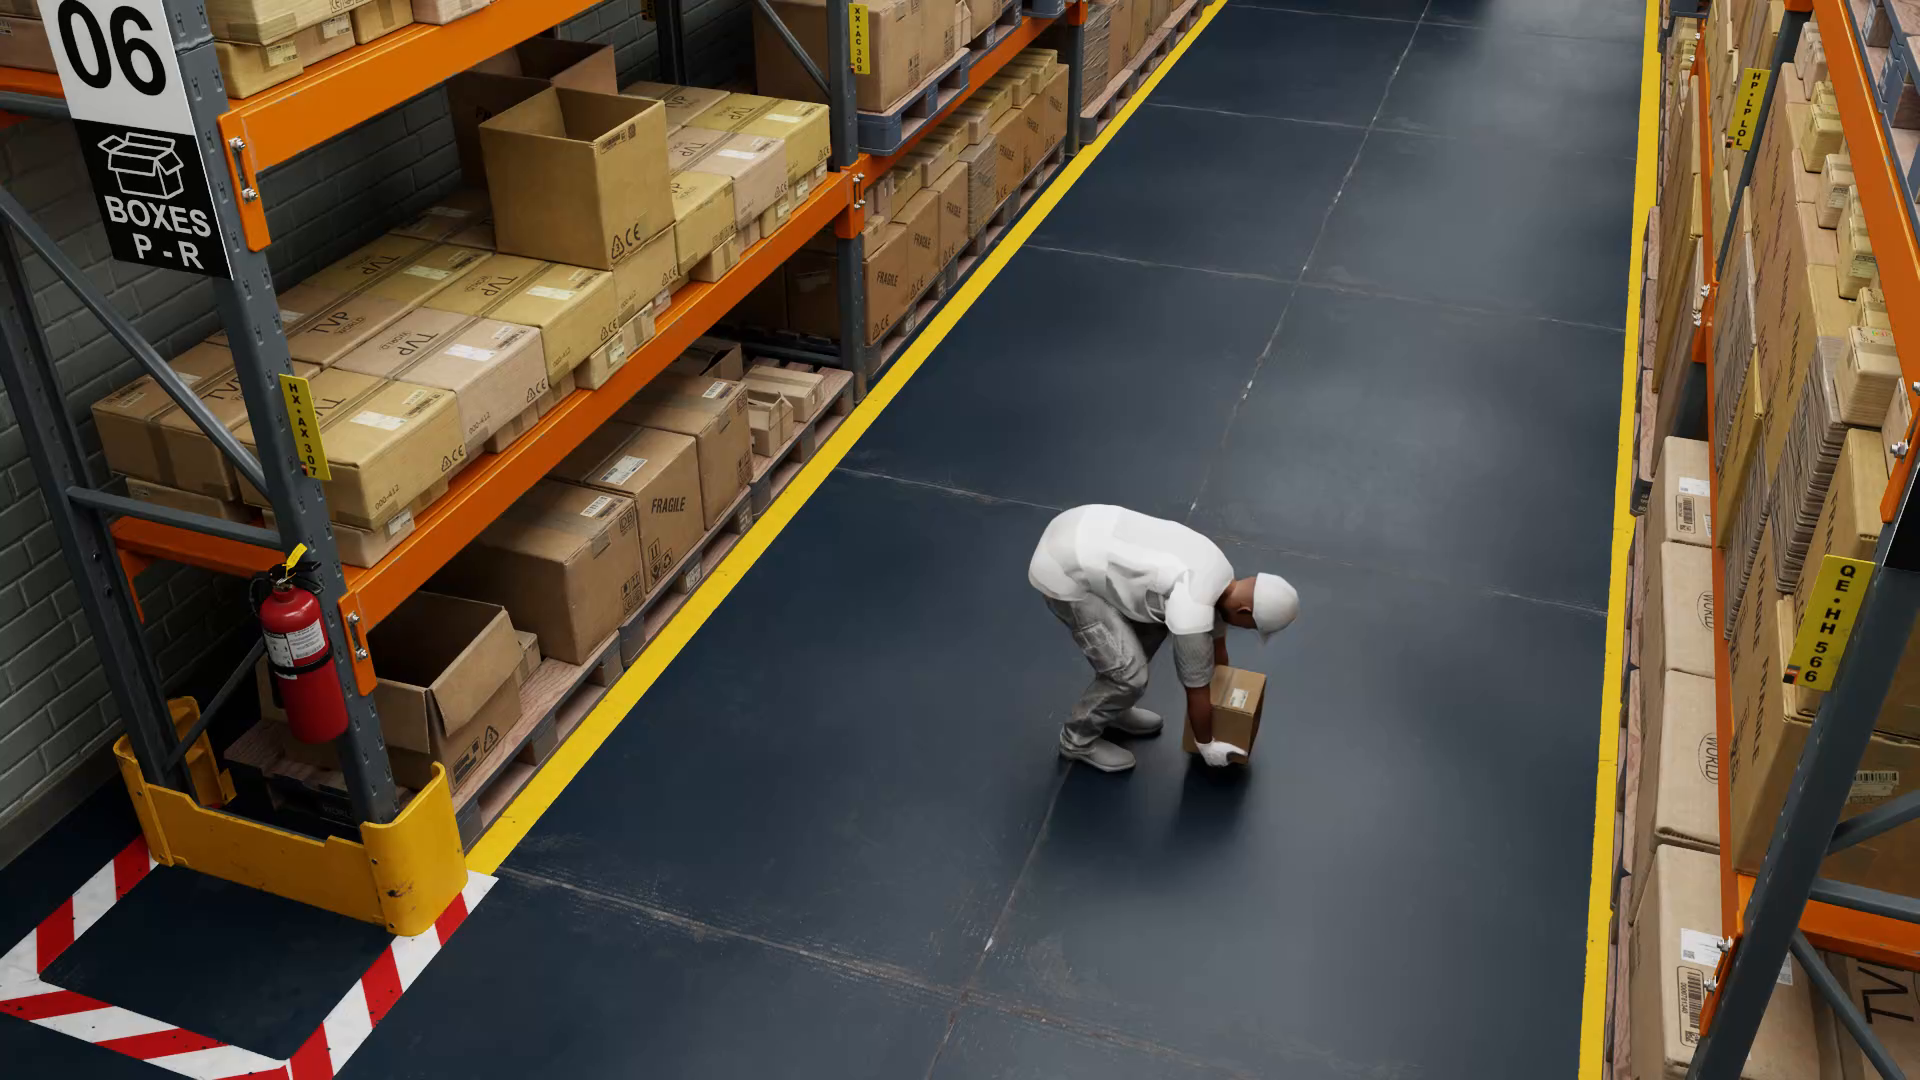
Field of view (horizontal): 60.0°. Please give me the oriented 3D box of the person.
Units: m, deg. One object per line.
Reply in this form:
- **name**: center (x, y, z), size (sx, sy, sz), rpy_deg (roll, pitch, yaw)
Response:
- **person**: center (0.746, 0.380, 6.226), size (0.985, 1.027, 0.519), rpy_deg (9, 34, 14)
